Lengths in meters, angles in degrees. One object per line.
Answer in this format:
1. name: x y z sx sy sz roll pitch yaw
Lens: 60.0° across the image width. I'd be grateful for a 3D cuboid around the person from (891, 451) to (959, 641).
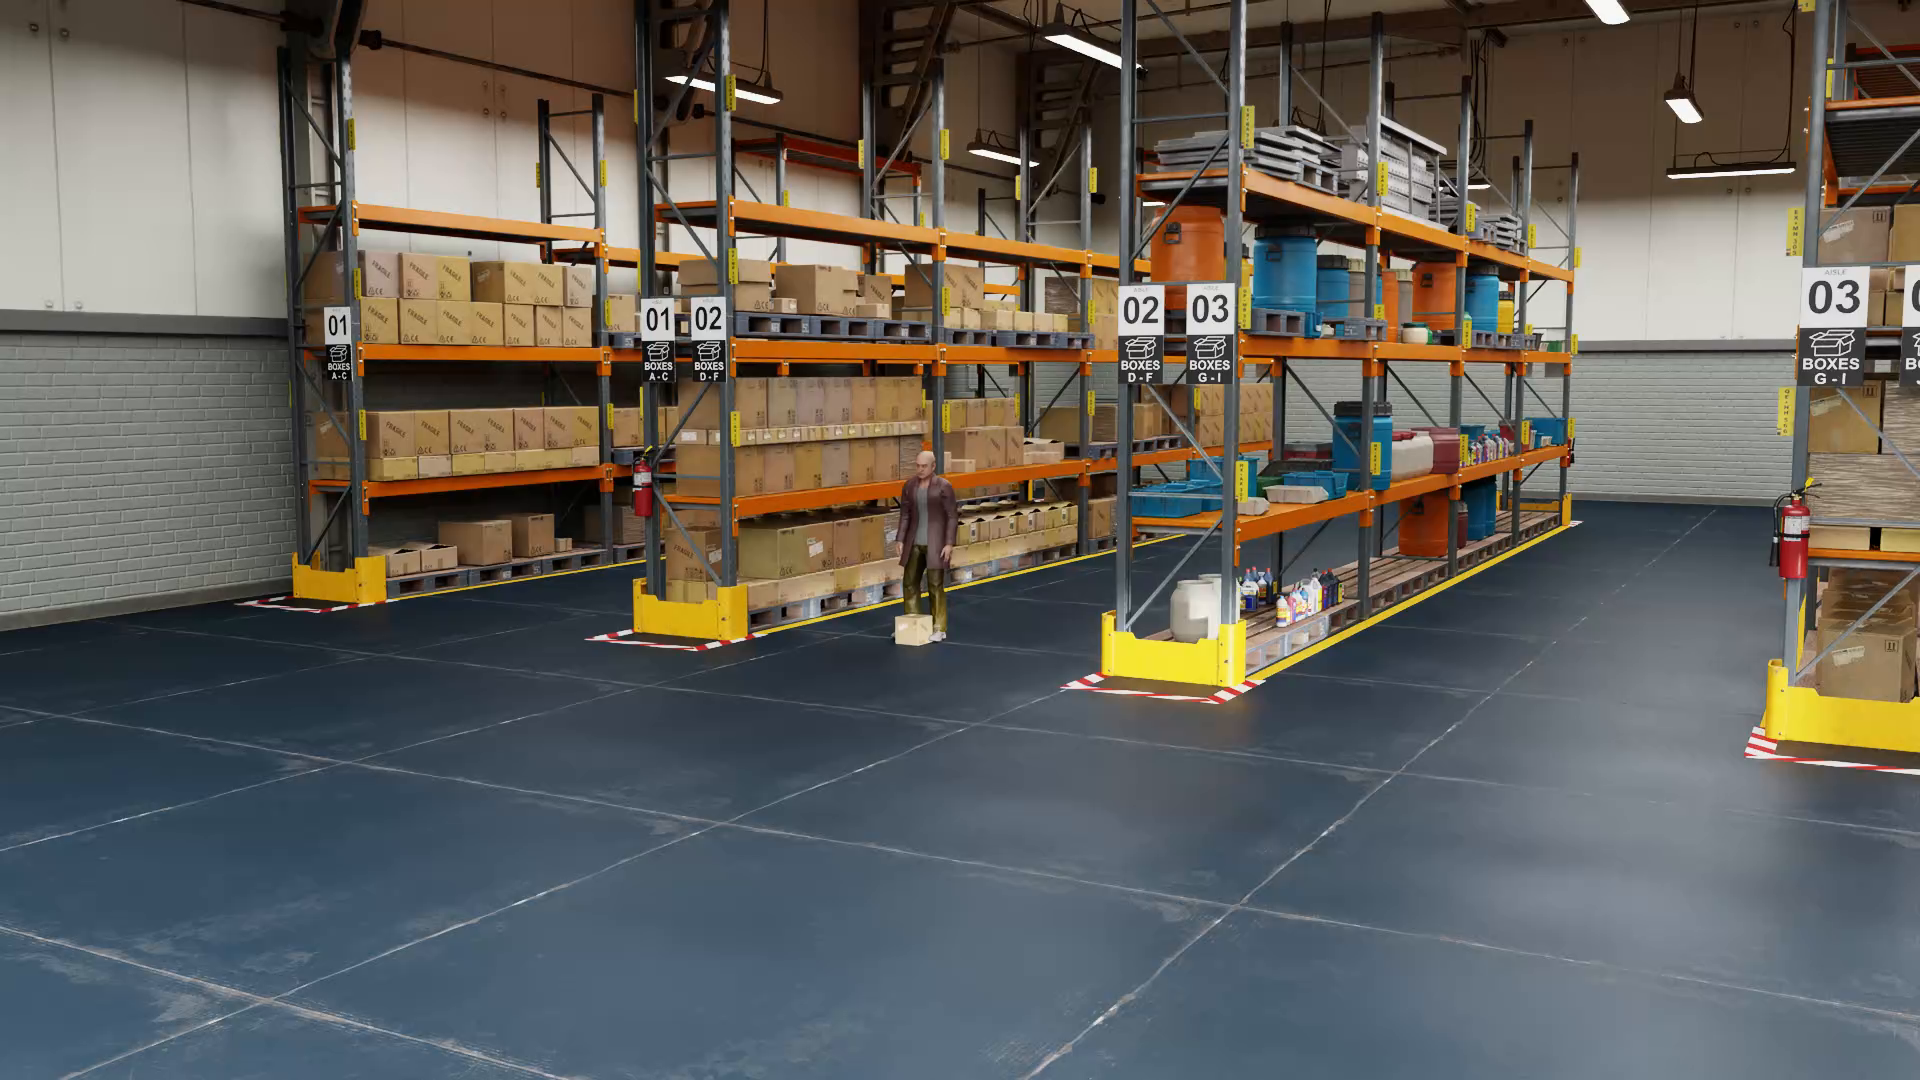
1. person: -0.320 0.050 15.580 0.641 1.773 0.424 3 7 27
